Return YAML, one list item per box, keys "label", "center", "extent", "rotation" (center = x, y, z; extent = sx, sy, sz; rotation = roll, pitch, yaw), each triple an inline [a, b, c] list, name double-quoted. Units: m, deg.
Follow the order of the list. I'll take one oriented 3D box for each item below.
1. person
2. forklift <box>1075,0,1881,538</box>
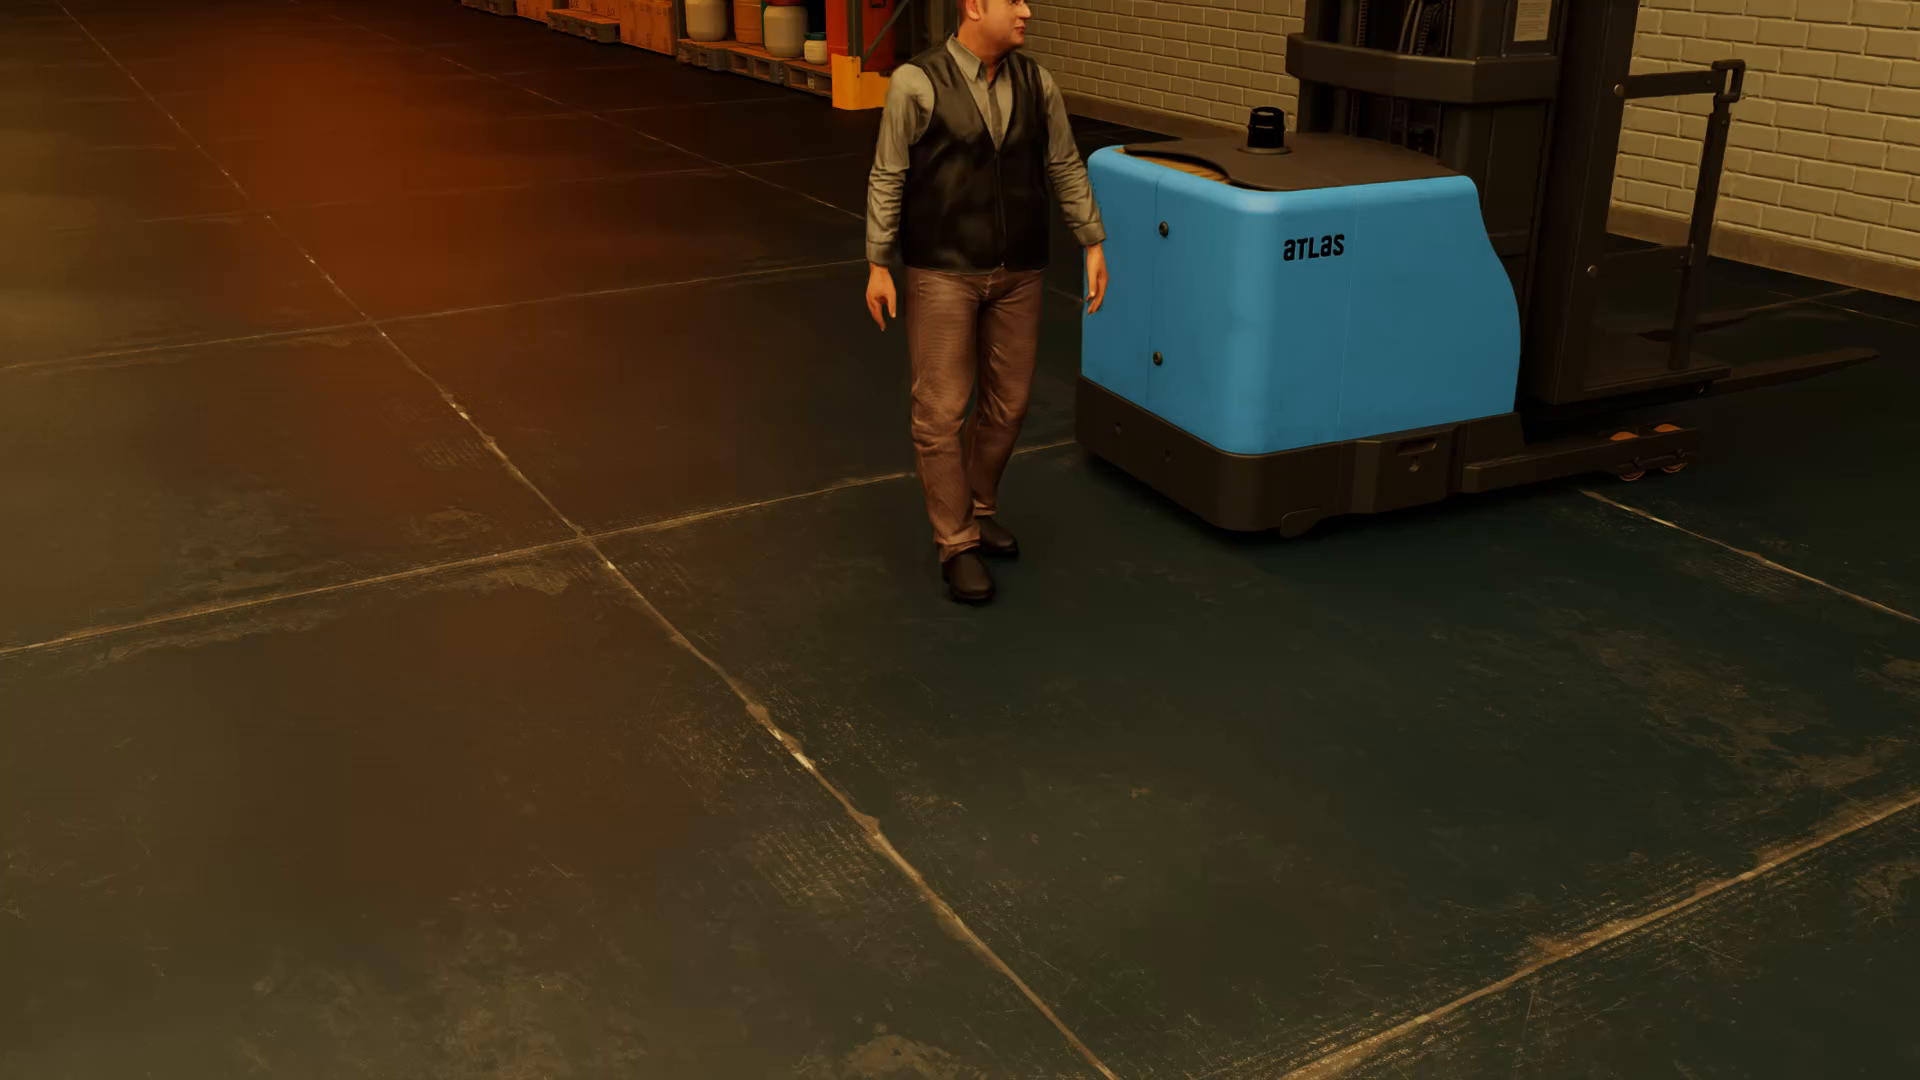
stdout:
- label: "person"
  center: [0.106, -0.679, 4.681]
  extent: [0.686, 1.617, 0.601]
  rotation: [-11, 25, -25]
- label: "forklift"
  center: [1.959, -1.724, 5.475]
  extent: [3.031, 2.935, 1.130]
  rotation: [-10, 24, -23]
